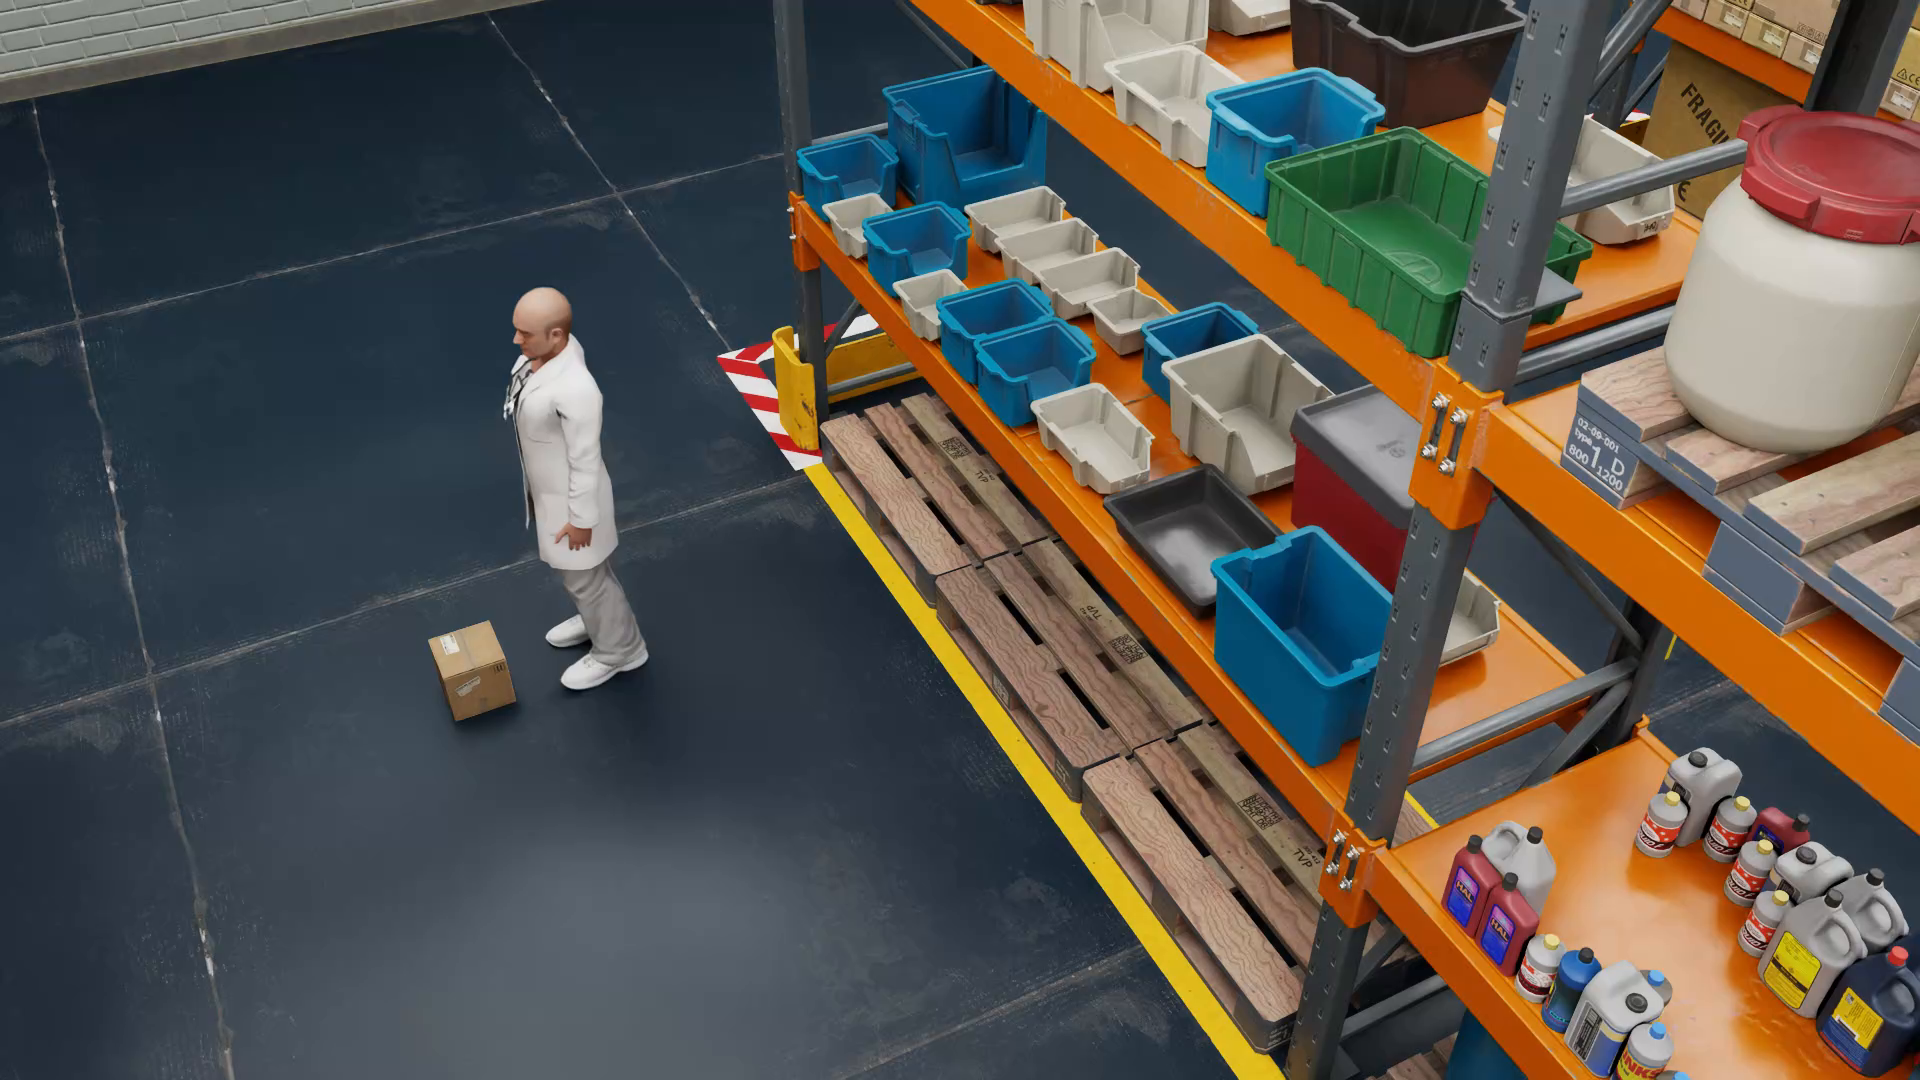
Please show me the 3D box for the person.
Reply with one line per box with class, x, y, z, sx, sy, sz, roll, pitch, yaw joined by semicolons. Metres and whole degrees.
person;-1.508;-0.178;6.399;0.388;1.751;0.562;-18;44;-19
